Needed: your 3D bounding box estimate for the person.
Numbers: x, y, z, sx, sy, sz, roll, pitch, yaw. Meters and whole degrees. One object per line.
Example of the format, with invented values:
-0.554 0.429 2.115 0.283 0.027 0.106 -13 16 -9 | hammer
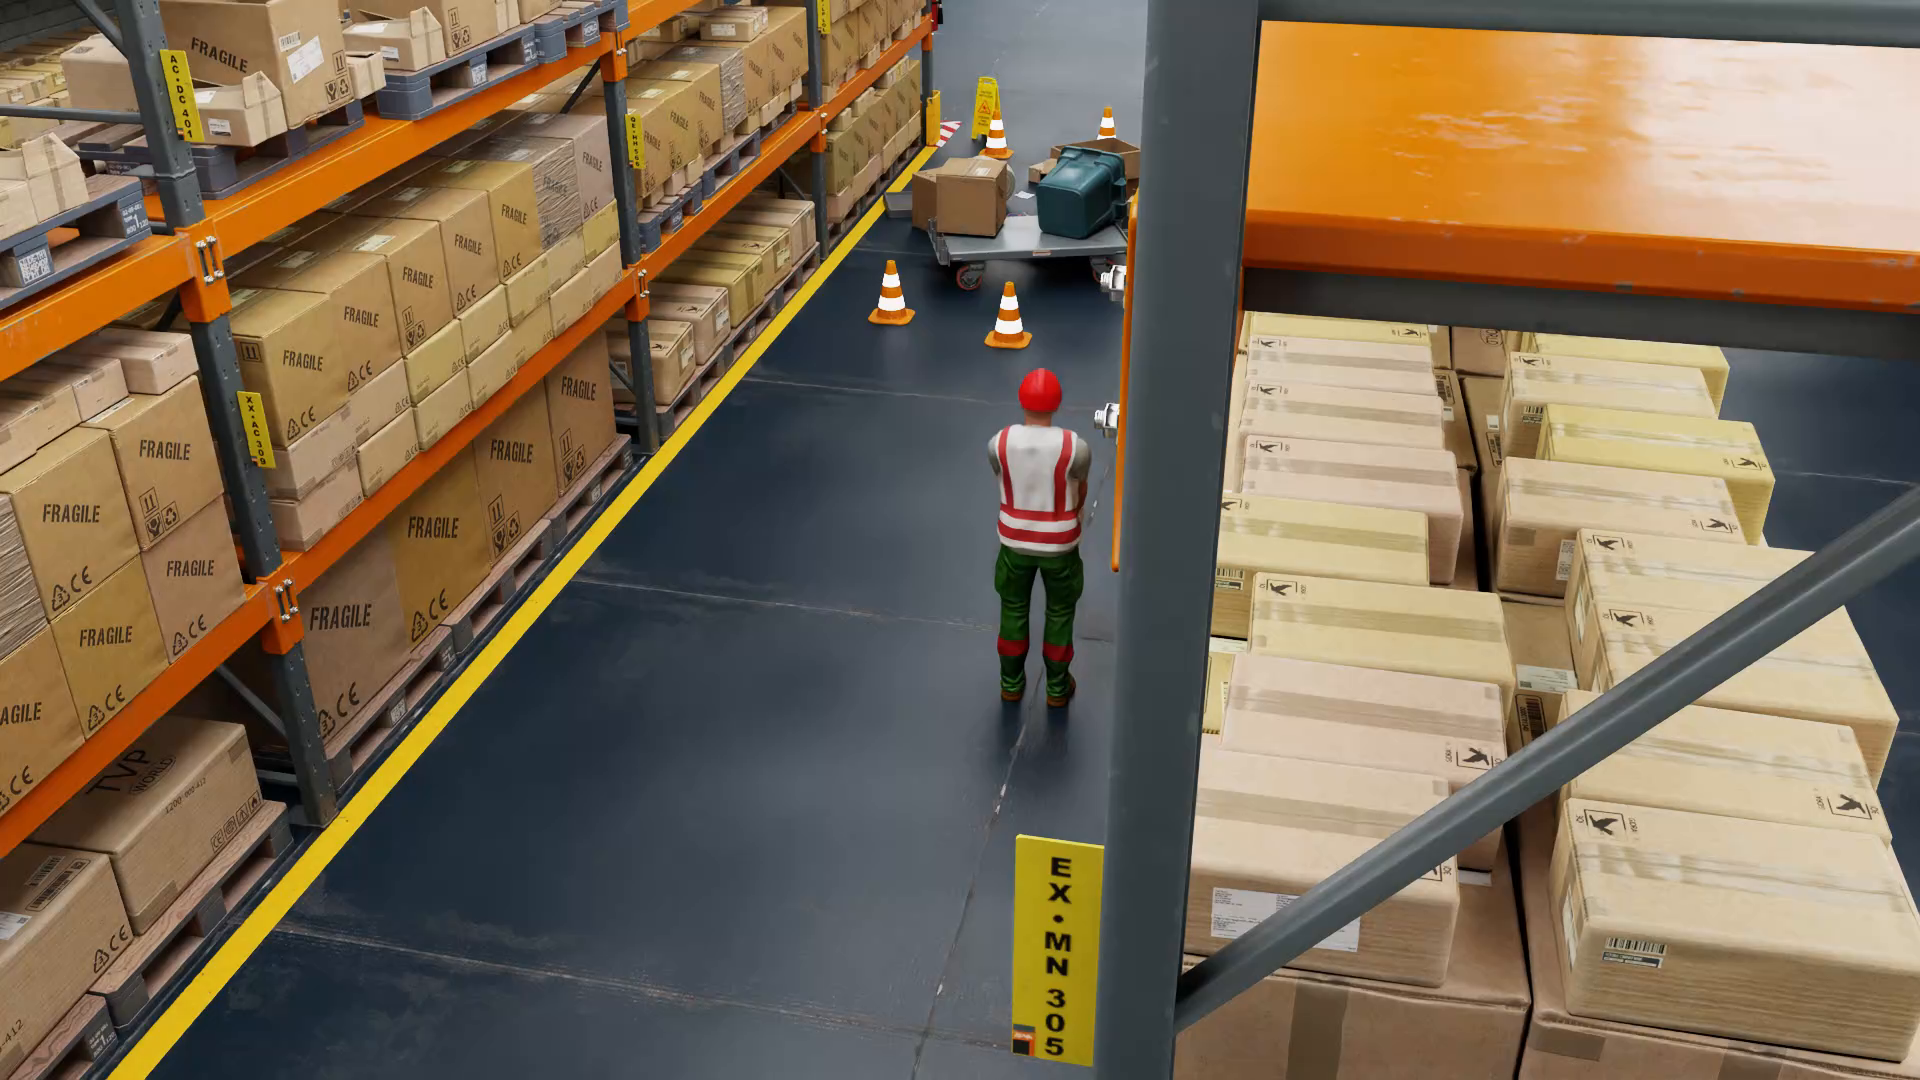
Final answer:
0.397 -0.047 8.186 0.495 1.786 0.564 6 29 11 | person
